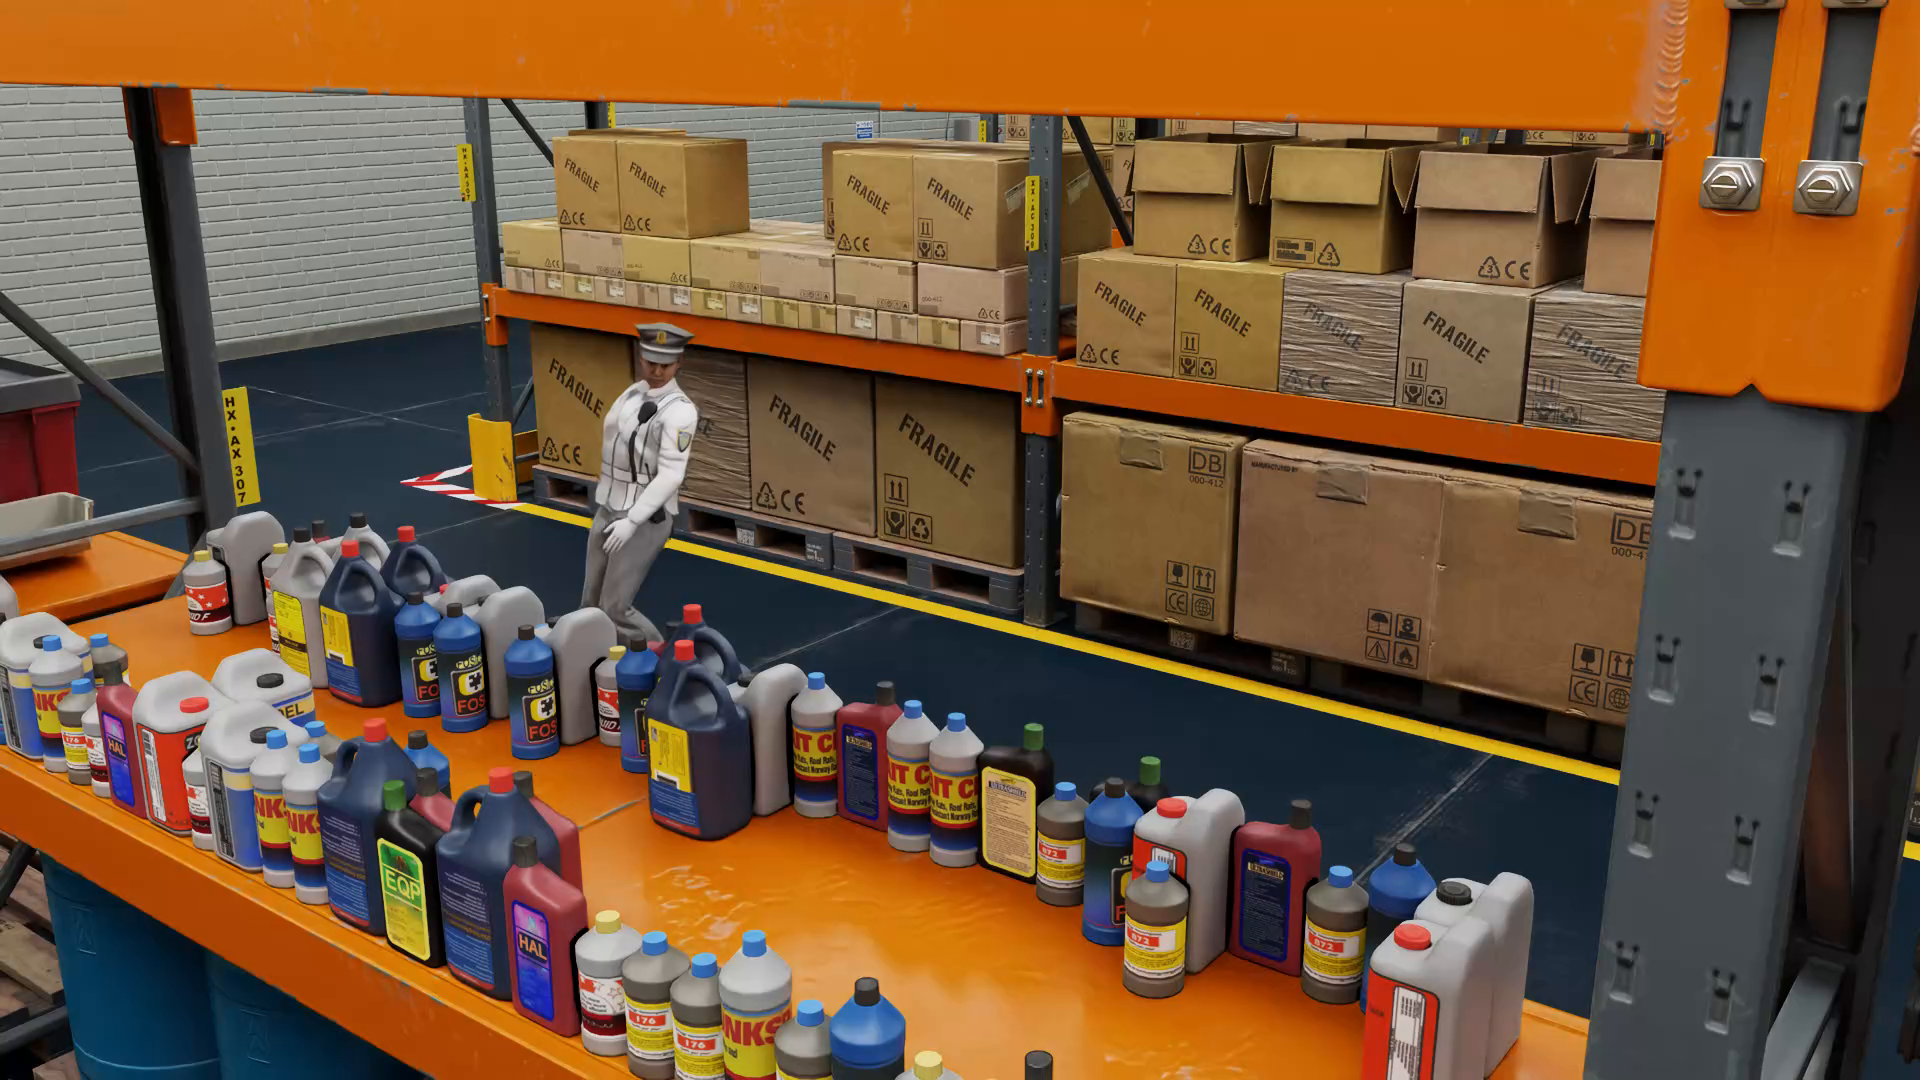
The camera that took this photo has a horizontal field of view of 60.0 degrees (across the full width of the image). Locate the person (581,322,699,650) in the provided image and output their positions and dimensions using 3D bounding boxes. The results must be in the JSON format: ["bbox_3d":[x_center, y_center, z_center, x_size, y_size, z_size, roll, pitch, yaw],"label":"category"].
[{"bbox_3d":[-1.397,-0.044,6.795,0.755,1.652,0.515,-14,22,-39],"label":"person"}]
